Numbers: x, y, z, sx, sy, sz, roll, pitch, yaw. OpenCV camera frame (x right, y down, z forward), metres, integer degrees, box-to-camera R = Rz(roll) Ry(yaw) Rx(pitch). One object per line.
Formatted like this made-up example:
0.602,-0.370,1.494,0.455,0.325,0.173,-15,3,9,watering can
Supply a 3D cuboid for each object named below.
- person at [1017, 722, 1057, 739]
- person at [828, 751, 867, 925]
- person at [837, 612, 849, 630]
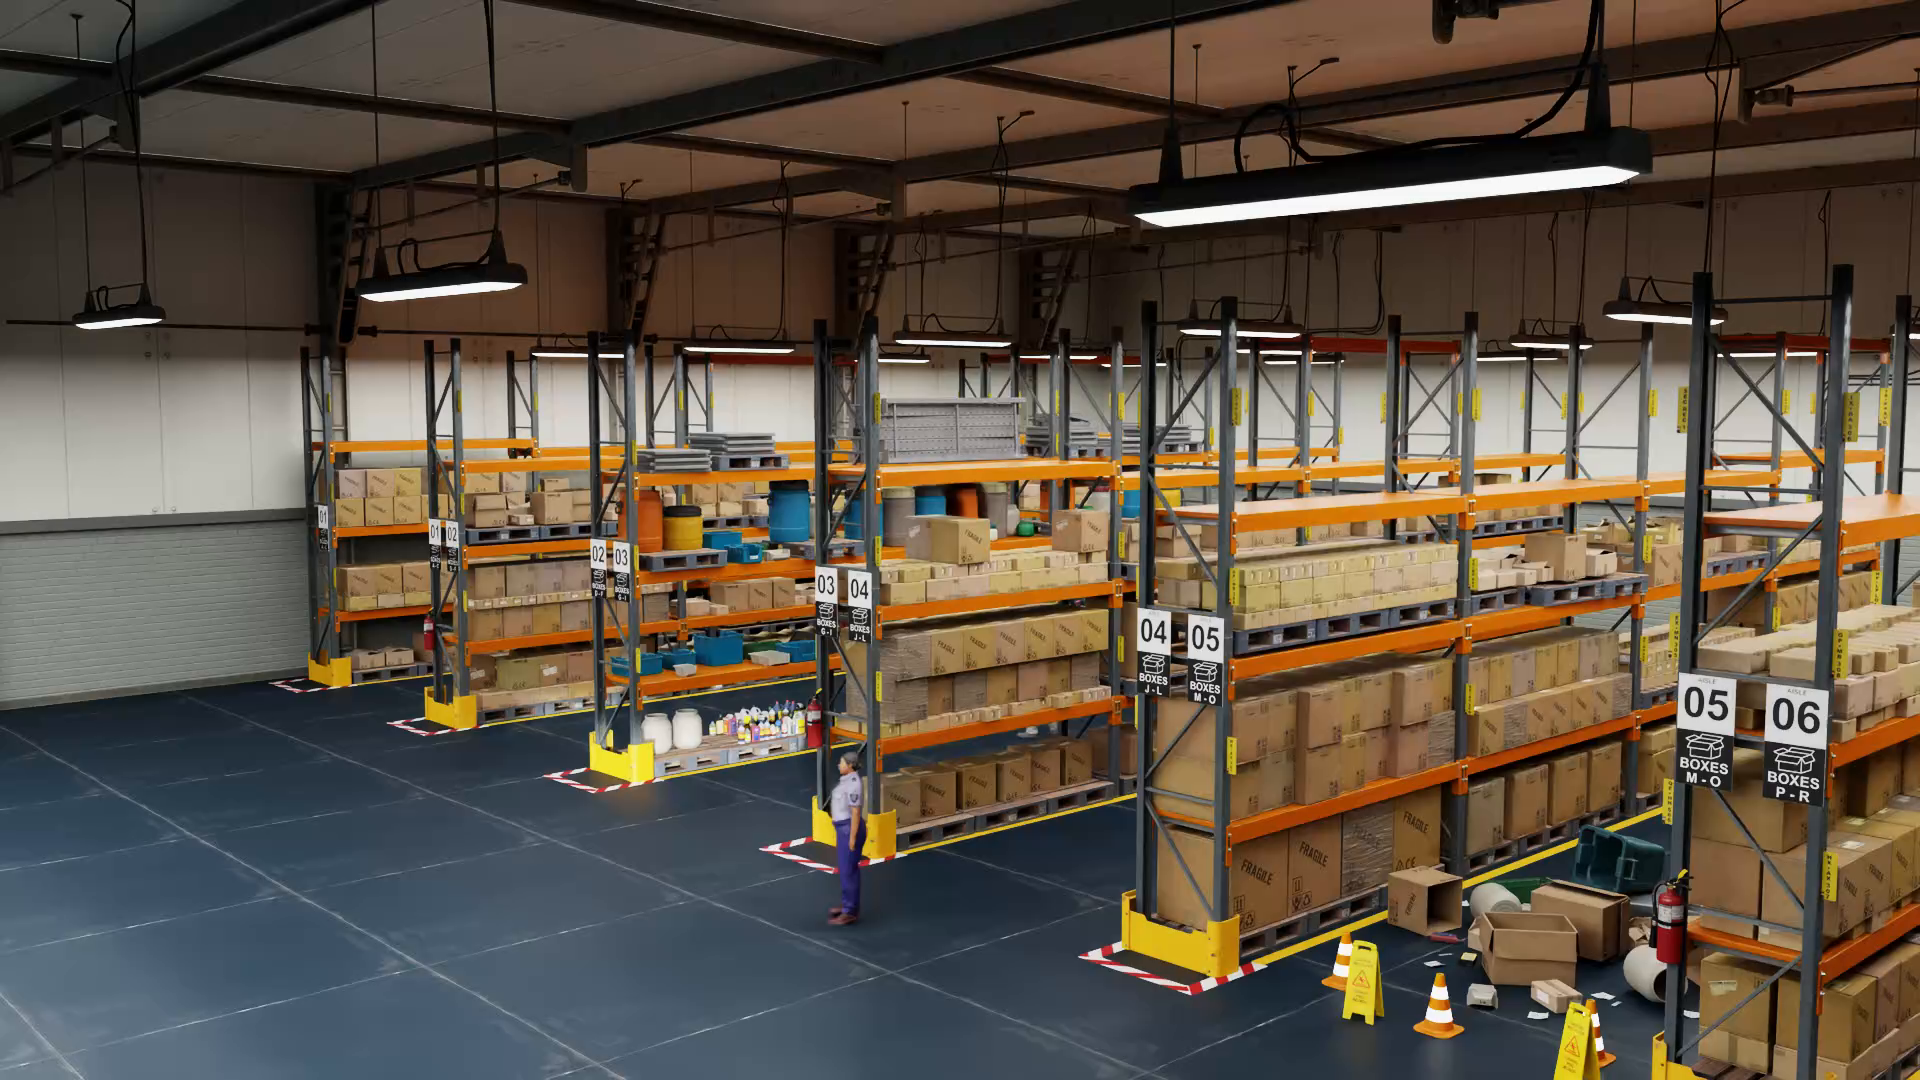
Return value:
1.148,1.976,23.638,0.475,1.827,0.648,3,6,35,person
-1.117,2.912,16.404,0.386,1.654,0.506,0,5,-5,person
-2.551,1.202,35.595,0.436,1.639,0.958,4,7,41,person
